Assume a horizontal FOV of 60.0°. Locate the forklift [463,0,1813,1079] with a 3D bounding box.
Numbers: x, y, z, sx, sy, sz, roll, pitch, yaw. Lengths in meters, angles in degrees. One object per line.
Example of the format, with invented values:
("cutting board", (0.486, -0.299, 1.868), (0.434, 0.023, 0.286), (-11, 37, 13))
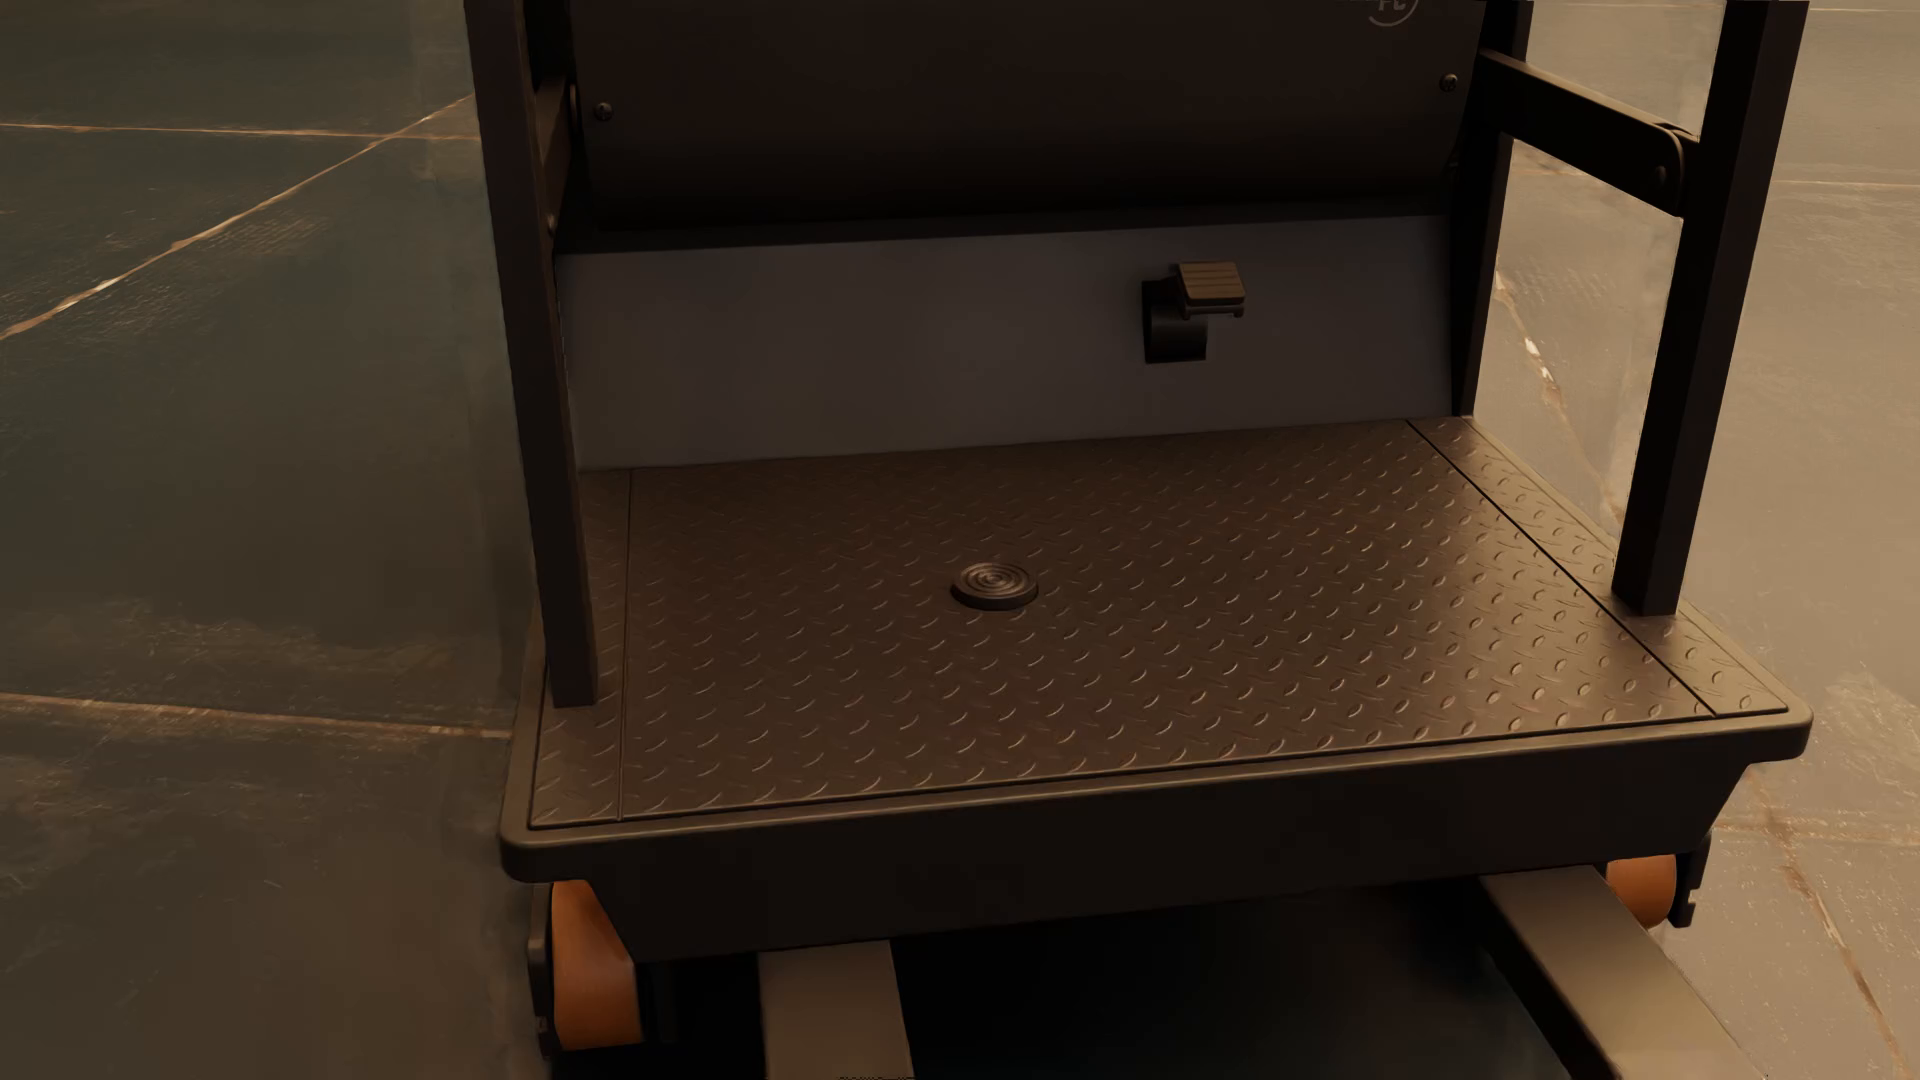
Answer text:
("forklift", (0.114, -1.011, 1.243), (1.130, 2.935, 3.031), (-4, 27, -8))
